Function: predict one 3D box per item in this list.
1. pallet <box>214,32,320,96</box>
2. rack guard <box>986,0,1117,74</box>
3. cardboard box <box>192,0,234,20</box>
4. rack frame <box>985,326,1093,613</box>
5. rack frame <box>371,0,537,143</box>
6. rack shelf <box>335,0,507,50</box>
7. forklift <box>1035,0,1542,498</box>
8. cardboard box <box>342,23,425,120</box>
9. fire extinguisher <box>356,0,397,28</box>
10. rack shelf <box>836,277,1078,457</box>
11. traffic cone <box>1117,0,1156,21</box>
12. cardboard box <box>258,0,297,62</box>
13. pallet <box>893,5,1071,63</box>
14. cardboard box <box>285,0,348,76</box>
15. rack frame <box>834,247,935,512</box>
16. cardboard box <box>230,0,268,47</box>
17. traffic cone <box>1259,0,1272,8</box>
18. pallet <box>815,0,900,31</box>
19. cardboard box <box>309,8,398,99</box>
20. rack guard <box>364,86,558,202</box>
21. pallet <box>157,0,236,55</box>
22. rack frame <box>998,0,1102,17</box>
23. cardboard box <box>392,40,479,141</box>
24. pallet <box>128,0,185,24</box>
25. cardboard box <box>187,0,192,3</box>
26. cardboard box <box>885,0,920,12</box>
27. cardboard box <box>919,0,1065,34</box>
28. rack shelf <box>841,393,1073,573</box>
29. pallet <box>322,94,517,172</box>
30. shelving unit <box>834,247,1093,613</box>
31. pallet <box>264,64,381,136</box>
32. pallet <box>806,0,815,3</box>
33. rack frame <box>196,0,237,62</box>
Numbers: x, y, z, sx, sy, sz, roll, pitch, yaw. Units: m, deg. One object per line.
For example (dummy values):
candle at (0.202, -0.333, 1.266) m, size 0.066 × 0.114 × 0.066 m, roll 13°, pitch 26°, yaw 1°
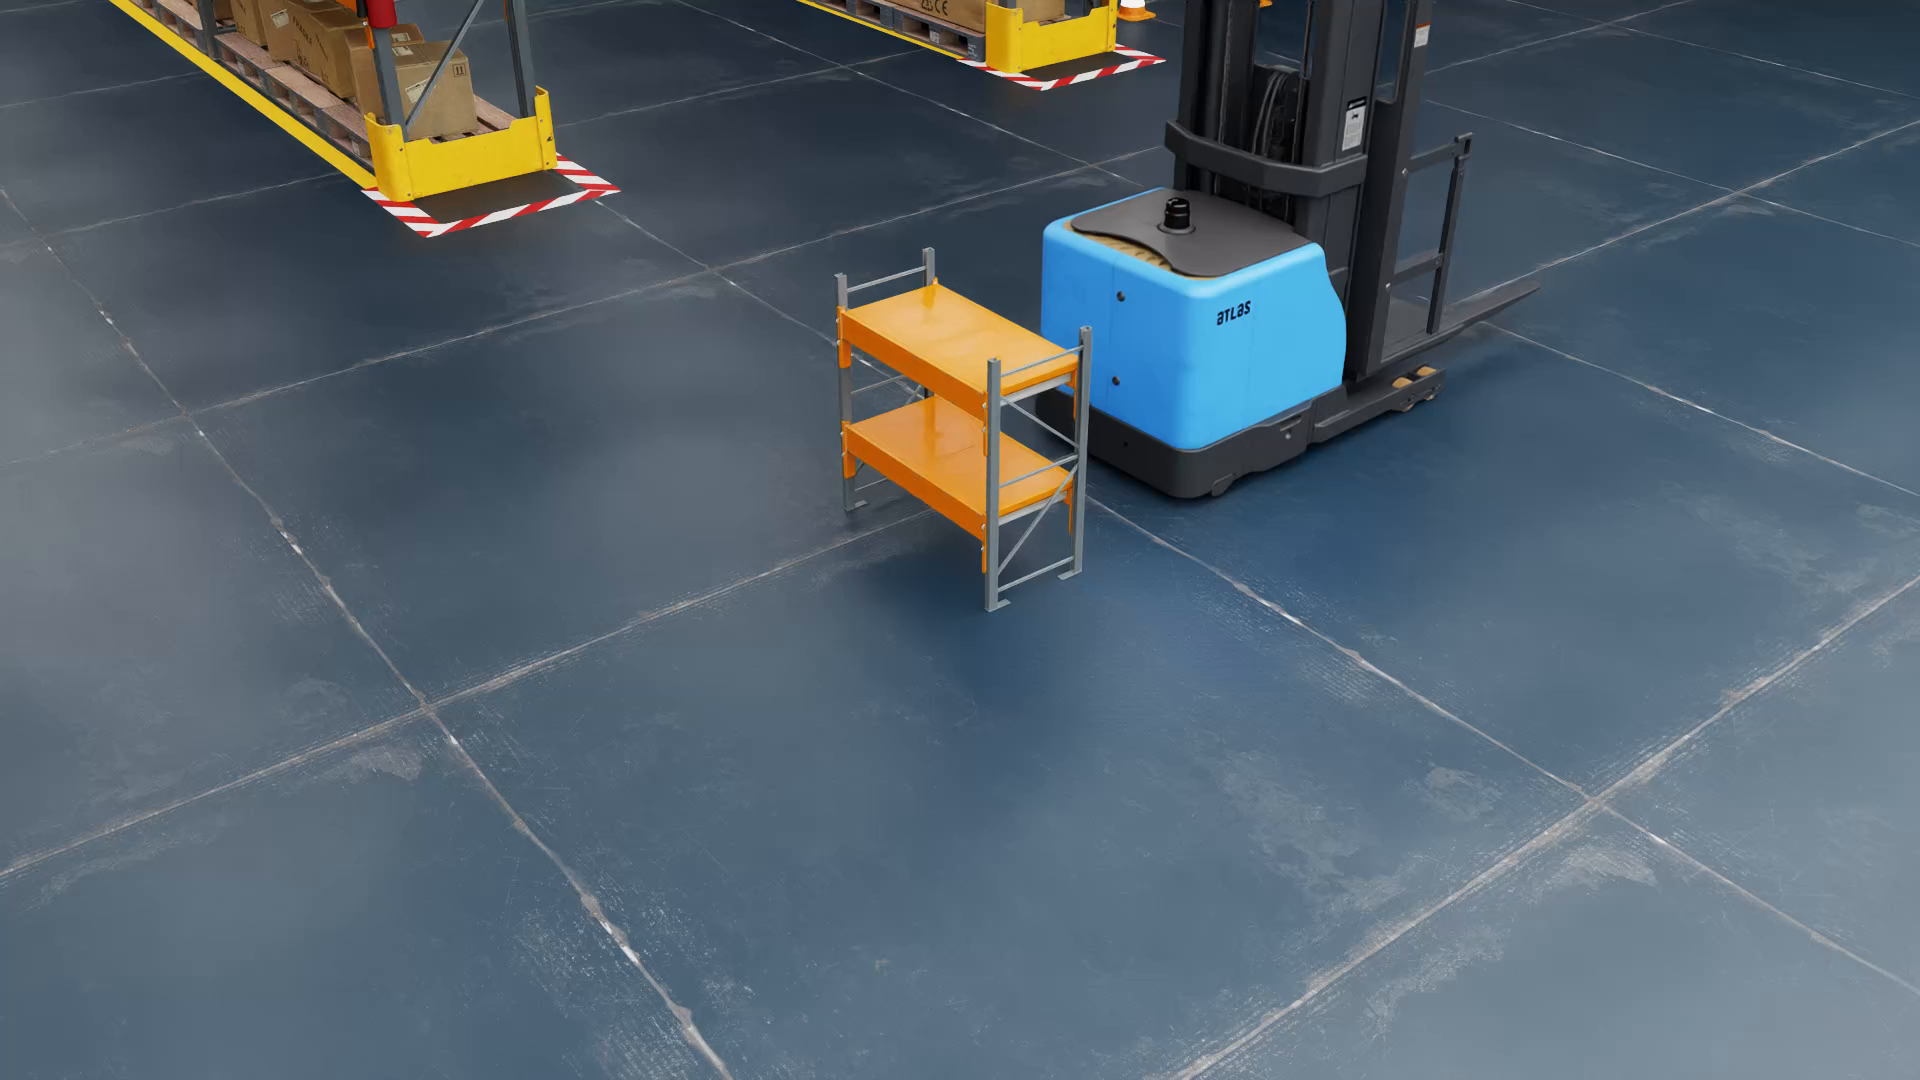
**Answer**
pallet at (-5.260, -3.892, 13.316) m, size 1.003 × 0.211 × 1.213 m, roll -22°, pitch 38°, yaw -31°
rack guard at (0.748, -4.168, 13.488) m, size 1.175 × 0.500 × 0.348 m, roll -22°, pitch 38°, yaw -31°
cardboard box at (-6.059, -4.733, 13.979) m, size 0.700 × 0.500 × 0.500 m, roll -26°, pitch 40°, yaw -35°
rack frame at (0.308, -0.269, 6.617) m, size 0.500 × 1.125 × 0.032 m, roll -22°, pitch 38°, yaw -31°
rack frame at (-3.247, -3.678, 10.328) m, size 1.000 × 3.000 × 0.127 m, roll -22°, pitch 38°, yaw -31°
rack shelf at (-4.473, -4.206, 11.860) m, size 1.077 × 0.370 × 4.000 m, roll -22°, pitch 38°, yaw -31°
forklift at (1.812, -2.073, 7.810) m, size 3.031 × 2.935 × 1.130 m, roll -24°, pitch 39°, yaw -33°
cardboard box at (-4.010, -3.298, 11.688) m, size 0.500 × 0.500 × 0.500 m, roll -12°, pitch 34°, yaw -19°
fire extinguisher at (-3.541, -3.448, 10.032) m, size 0.296 × 0.674 × 0.183 m, roll -22°, pitch 38°, yaw -31°
rack shelf at (-0.004, -0.729, 6.803) m, size 0.538 × 0.278 × 1.000 m, roll -22°, pitch 38°, yaw -31°
traffic cone at (1.529, -4.843, 14.610) m, size 0.336 × 0.463 × 0.334 m, roll -22°, pitch 38°, yaw -31°
cardboard box at (-5.129, -4.045, 12.892) m, size 0.500 × 0.500 × 0.500 m, roll -11°, pitch 33°, yaw -16°
pallet at (0.181, -4.364, 14.076) m, size 1.003 × 0.211 × 1.213 m, roll -22°, pitch 38°, yaw -31°
cardboard box at (-4.686, -3.812, 12.516) m, size 0.500 × 0.500 × 0.500 m, roll -26°, pitch 40°, yaw -35°
rack frame at (-0.316, -0.693, 7.299) m, size 0.500 × 1.125 × 0.032 m, roll -22°, pitch 38°, yaw -31°
cardboard box at (-5.486, -4.282, 13.272) m, size 0.500 × 0.500 × 0.500 m, roll -24°, pitch 39°, yaw -33°
traffic cone at (2.630, -5.067, 14.970) m, size 0.336 × 0.463 × 0.334 m, roll -22°, pitch 38°, yaw -31°
pallet at (-0.563, -4.872, 14.894) m, size 1.003 × 0.211 × 1.213 m, roll -22°, pitch 38°, yaw -31°
cardboard box at (-4.379, -3.565, 12.118) m, size 0.500 × 0.500 × 0.500 m, roll -19°, pitch 36°, yaw -27°
rack guard at (-3.294, -2.648, 11.039) m, size 1.175 × 0.500 × 0.348 m, roll -22°, pitch 38°, yaw -31°
pallet at (-6.178, -4.484, 14.270) m, size 1.003 × 0.211 × 1.213 m, roll -22°, pitch 38°, yaw -31°
rack frame at (0.733, -5.240, 12.844) m, size 1.000 × 3.000 × 0.127 m, roll -22°, pitch 38°, yaw -31°
cardboard box at (-3.617, -3.060, 11.305) m, size 0.500 × 0.500 × 0.500 m, roll -15°, pitch 35°, yaw -23°
pallet at (-6.931, -4.993, 15.089) m, size 1.003 × 0.211 × 1.213 m, roll -22°, pitch 38°, yaw -31°
cardboard box at (-6.337, -4.938, 14.309) m, size 0.700 × 0.500 × 0.500 m, roll -23°, pitch 38°, yaw -32°
cardboard box at (-0.276, -5.143, 14.304) m, size 0.875 × 0.875 × 0.875 m, roll -23°, pitch 39°, yaw -32°
cardboard box at (0.265, -4.777, 13.715) m, size 0.875 × 0.875 × 0.875 m, roll -22°, pitch 38°, yaw -31°
rack shelf at (-0.004, -0.273, 7.087) m, size 0.538 × 0.278 × 1.000 m, roll -22°, pitch 38°, yaw -31°
pallet at (-3.764, -2.875, 11.679) m, size 1.003 × 0.211 × 1.213 m, roll -22°, pitch 38°, yaw -31°
shelving unit at (-0.004, -0.481, 6.958) m, size 0.538 × 1.125 × 1.048 m, roll -22°, pitch 38°, yaw -31°
pallet at (-4.508, -3.383, 12.497) m, size 1.003 × 0.211 × 1.213 m, roll -22°, pitch 38°, yaw -31°
pallet at (-1.315, -5.381, 15.713) m, size 1.003 × 0.211 × 1.213 m, roll -22°, pitch 38°, yaw -31°
rack frame at (-5.700, -5.345, 13.012) m, size 1.000 × 3.000 × 0.127 m, roll -22°, pitch 38°, yaw -31°
